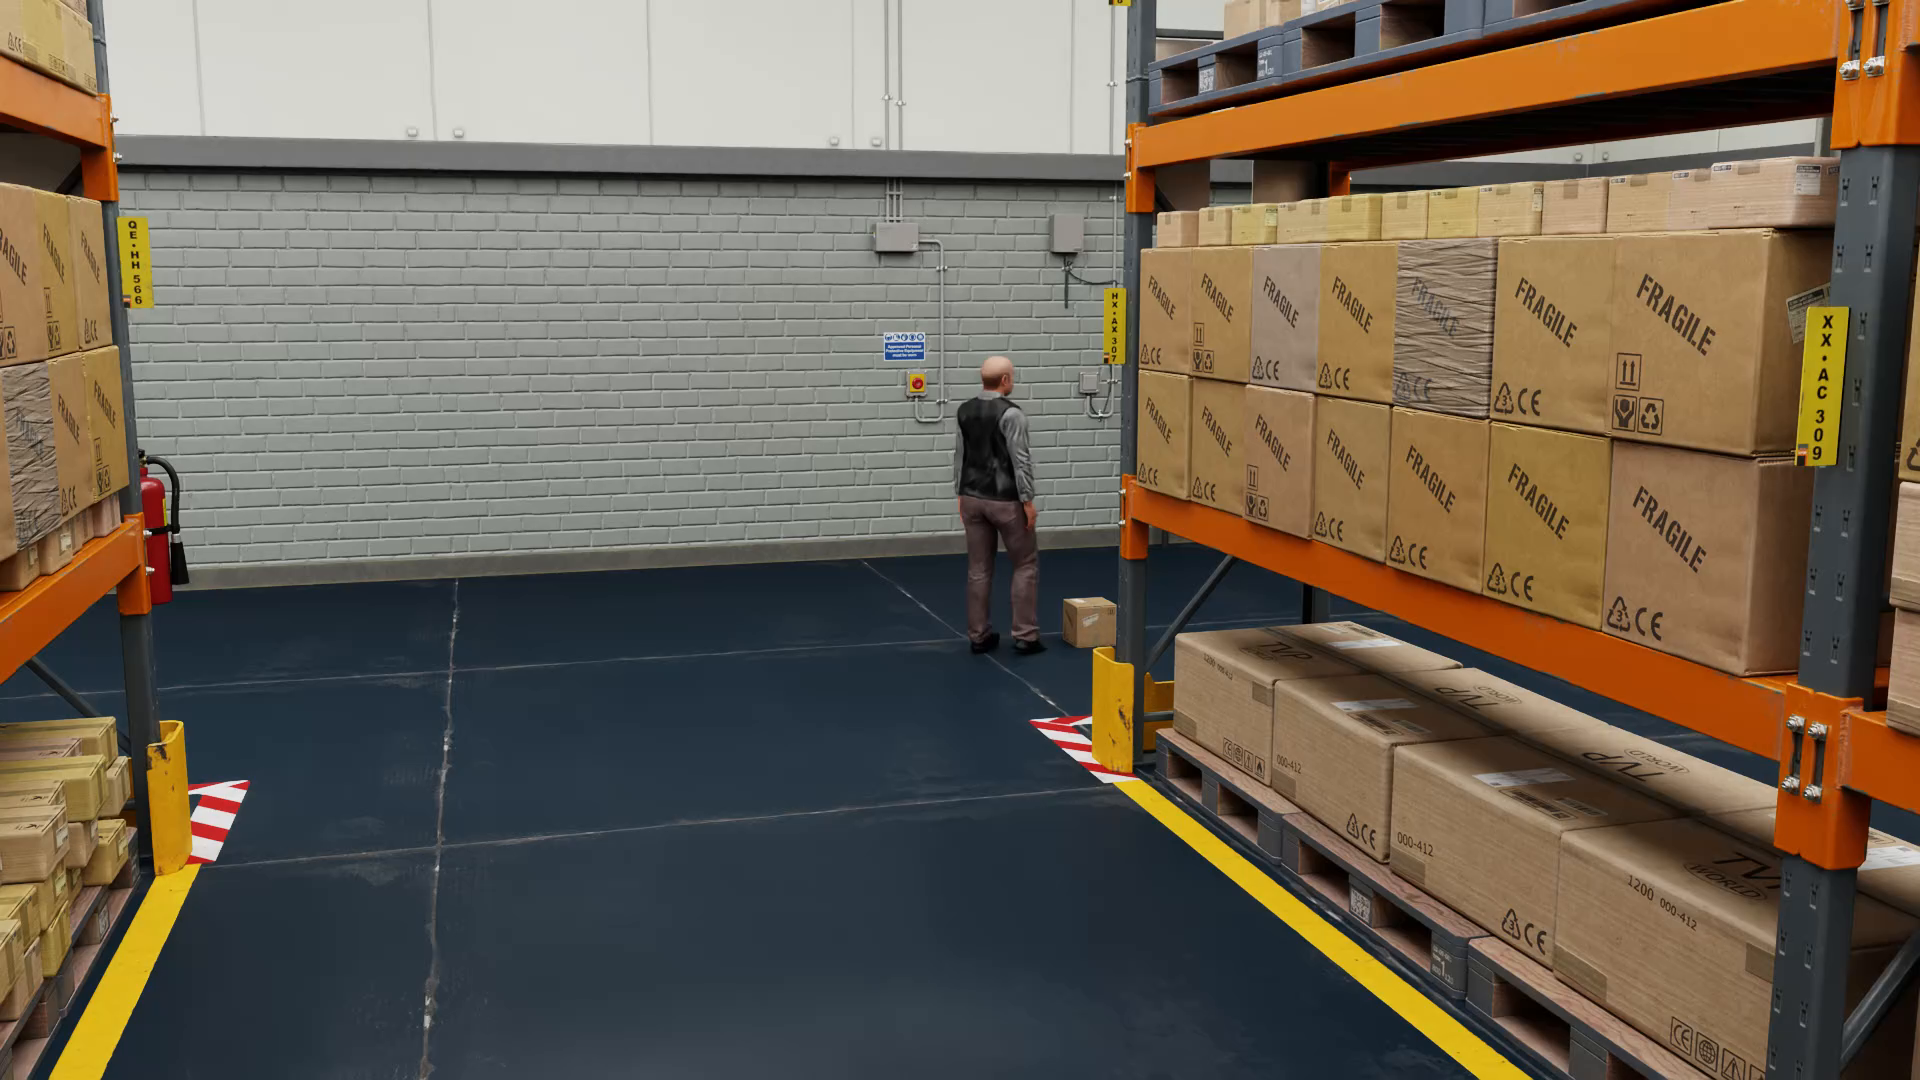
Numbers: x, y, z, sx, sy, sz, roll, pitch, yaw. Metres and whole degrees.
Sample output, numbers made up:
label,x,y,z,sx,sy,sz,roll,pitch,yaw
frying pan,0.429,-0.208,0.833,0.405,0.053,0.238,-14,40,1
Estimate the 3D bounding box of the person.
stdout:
label,x,y,z,sx,sy,sz,roll,pitch,yaw
person,0.229,-0.182,9.716,0.572,1.784,0.435,7,12,37
